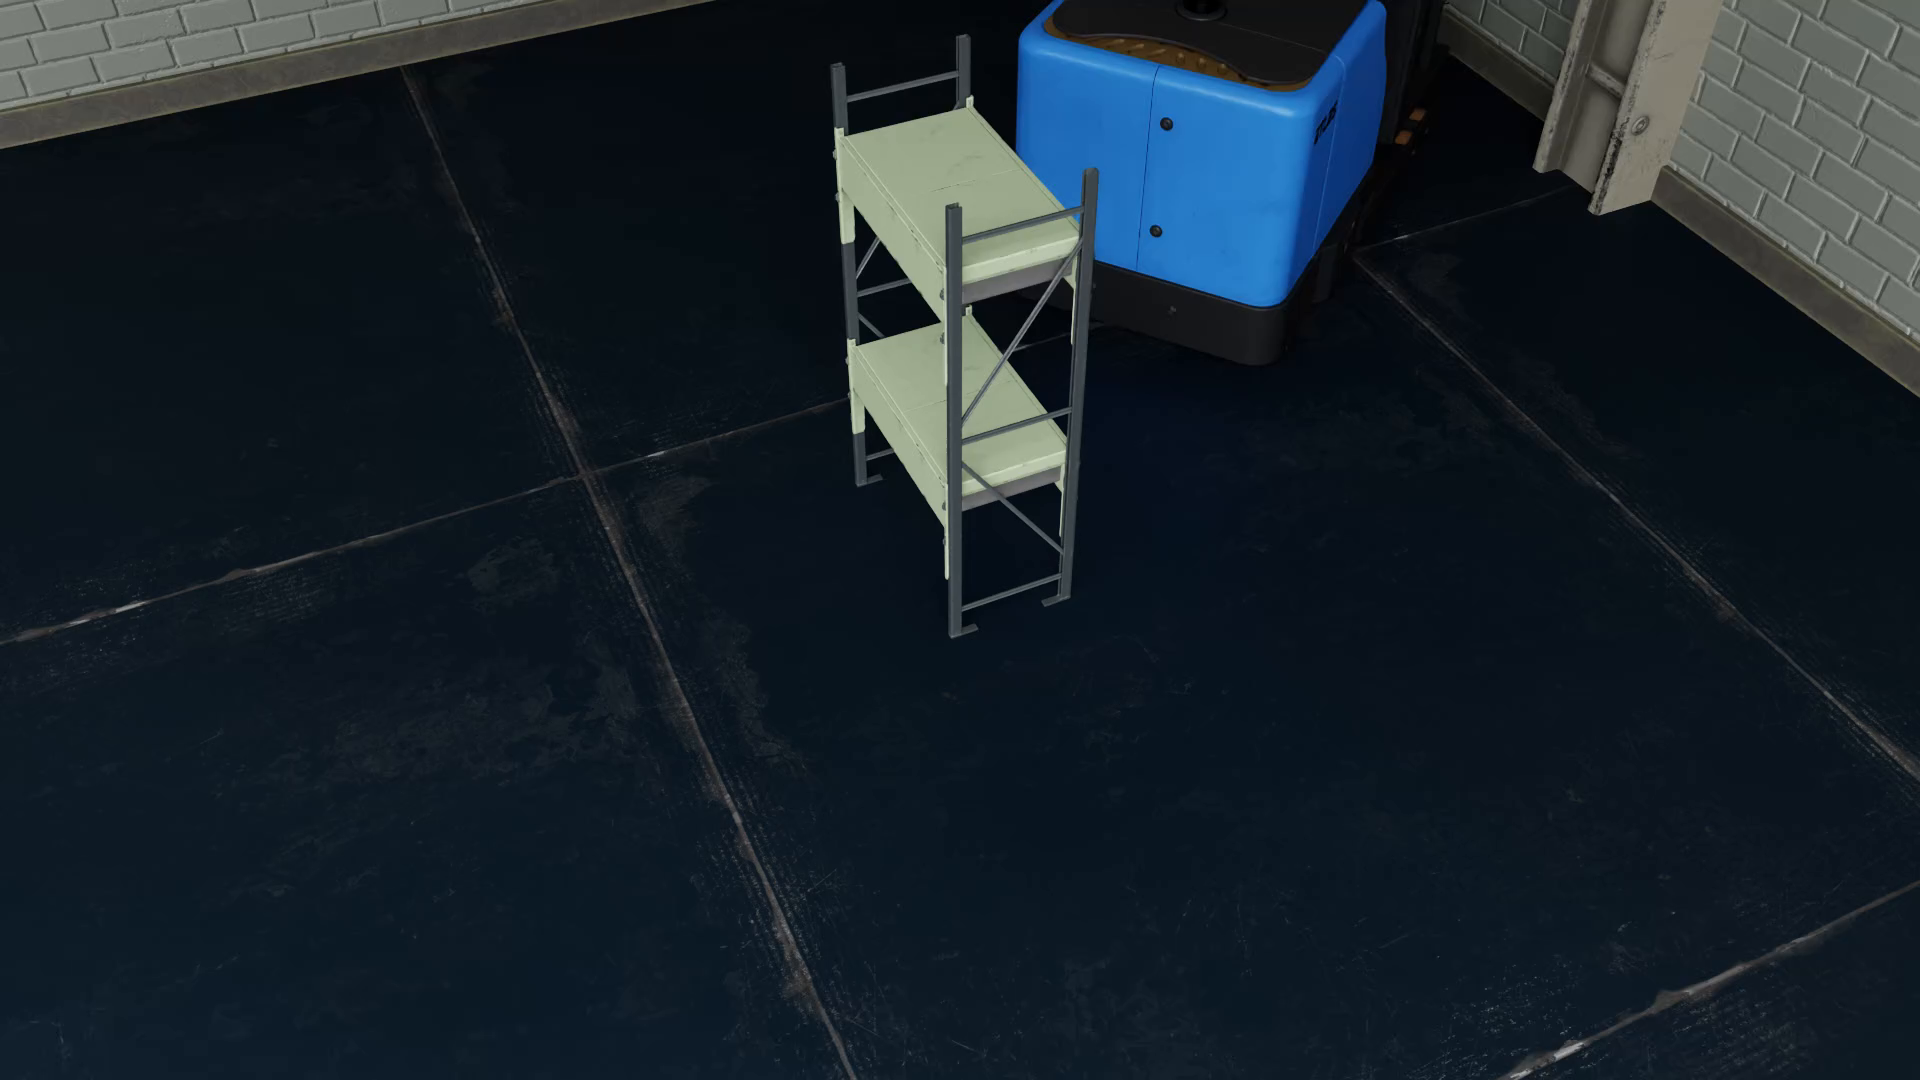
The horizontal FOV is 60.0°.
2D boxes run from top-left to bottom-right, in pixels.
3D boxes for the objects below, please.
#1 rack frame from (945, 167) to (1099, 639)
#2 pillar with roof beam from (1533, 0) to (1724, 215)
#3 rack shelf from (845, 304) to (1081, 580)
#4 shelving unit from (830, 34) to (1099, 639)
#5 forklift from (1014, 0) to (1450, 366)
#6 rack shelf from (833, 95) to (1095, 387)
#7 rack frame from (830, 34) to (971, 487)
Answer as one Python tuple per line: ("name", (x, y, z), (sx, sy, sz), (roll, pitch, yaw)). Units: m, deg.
("rack frame", (0.151, -0.305, 4.491), (0.400, 1.500, 0.023), (-18, 47, -17))
("pillar with roof beam", (-1.347, -3.379, 2.267), (9.100, 9.000, 0.400), (-18, 47, -17))
("rack shelf", (-0.003, -0.306, 4.957), (0.431, 0.370, 0.720), (-18, 47, -17))
("shelving unit", (-0.003, -0.538, 4.728), (0.431, 1.500, 0.755), (-18, 47, -17))
("forklift", (1.303, -2.682, 5.881), (1.130, 2.935, 3.031), (20, 48, 19))
("rack shelf", (-0.003, -0.816, 4.453), (0.431, 0.370, 0.720), (-18, 47, -17))
("rack frame", (-0.157, -0.771, 4.964), (0.400, 1.500, 0.023), (-18, 47, -17))
